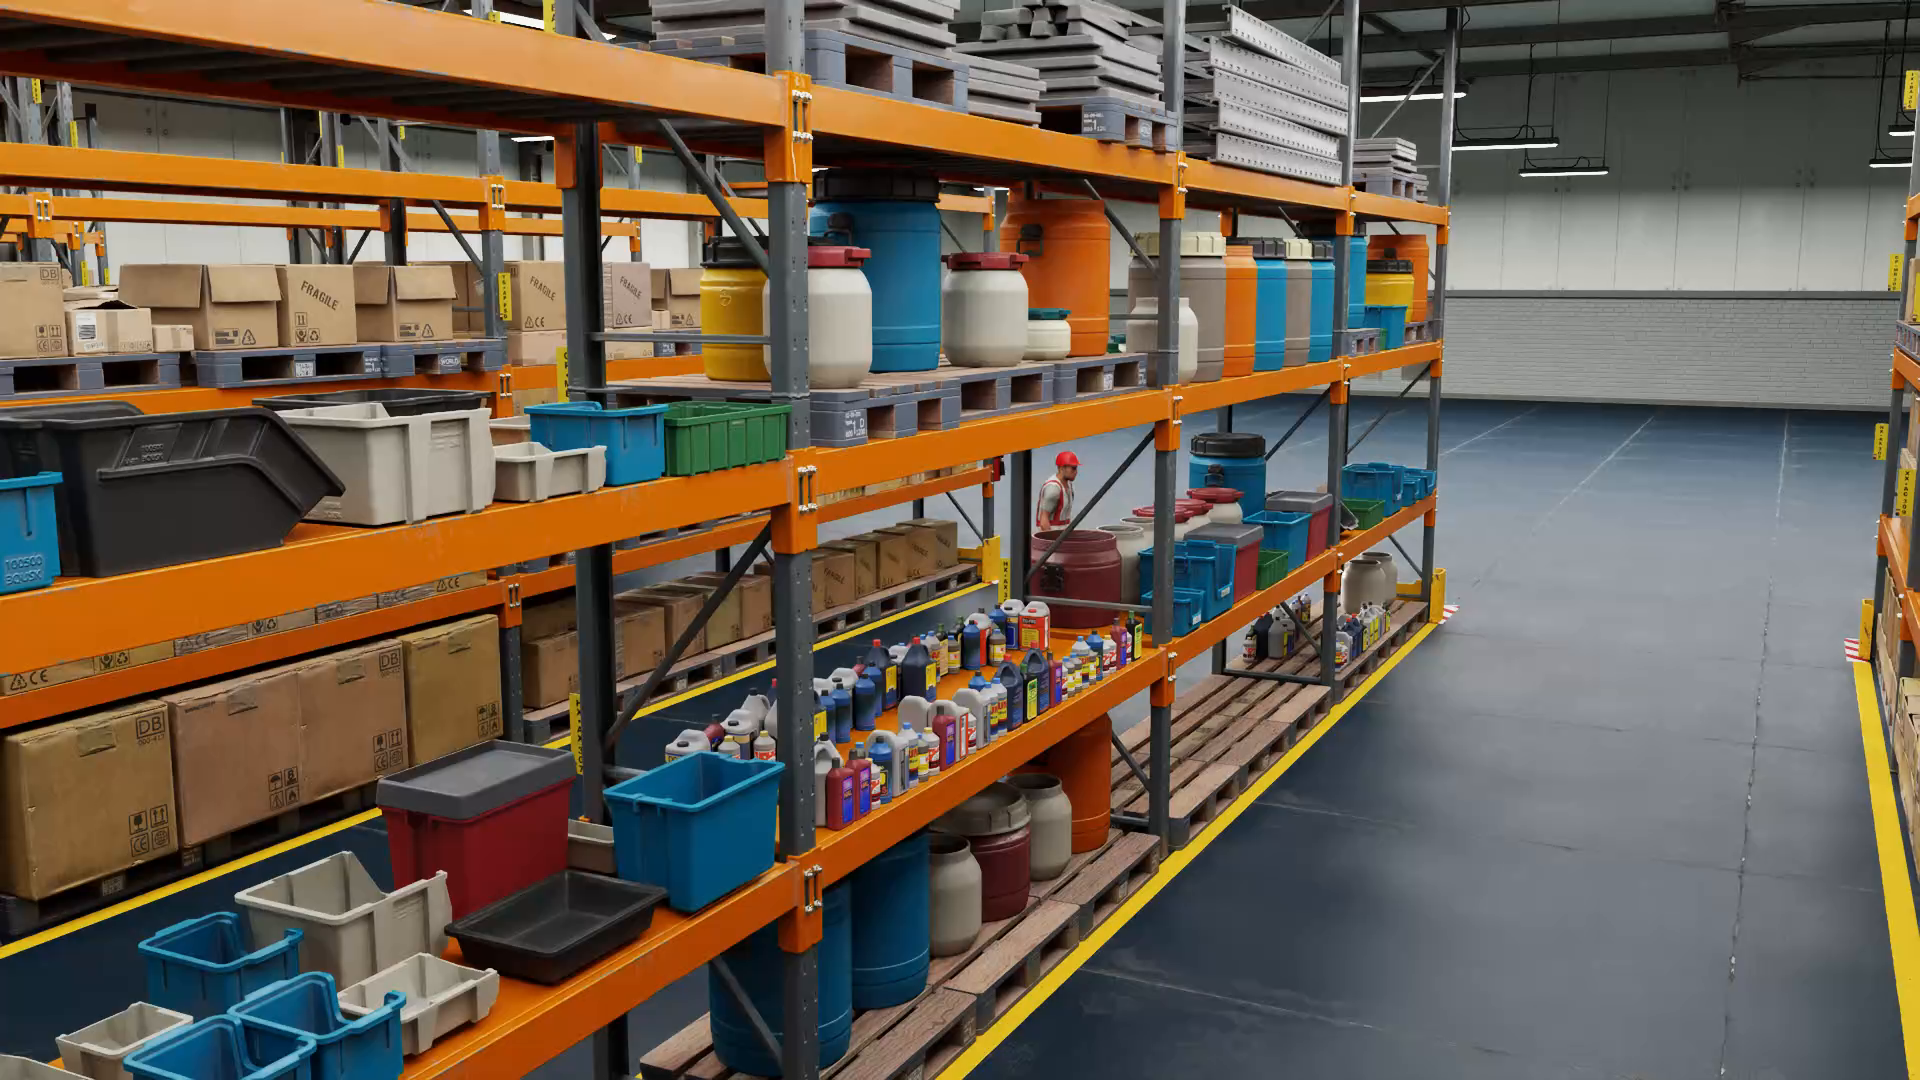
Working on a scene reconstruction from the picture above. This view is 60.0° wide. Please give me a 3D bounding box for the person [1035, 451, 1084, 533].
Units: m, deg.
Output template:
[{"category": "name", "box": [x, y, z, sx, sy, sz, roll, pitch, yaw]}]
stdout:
[{"category": "person", "box": [0.969, 0.022, 16.178, 0.453, 1.778, 0.604, 4, 10, 26]}]
